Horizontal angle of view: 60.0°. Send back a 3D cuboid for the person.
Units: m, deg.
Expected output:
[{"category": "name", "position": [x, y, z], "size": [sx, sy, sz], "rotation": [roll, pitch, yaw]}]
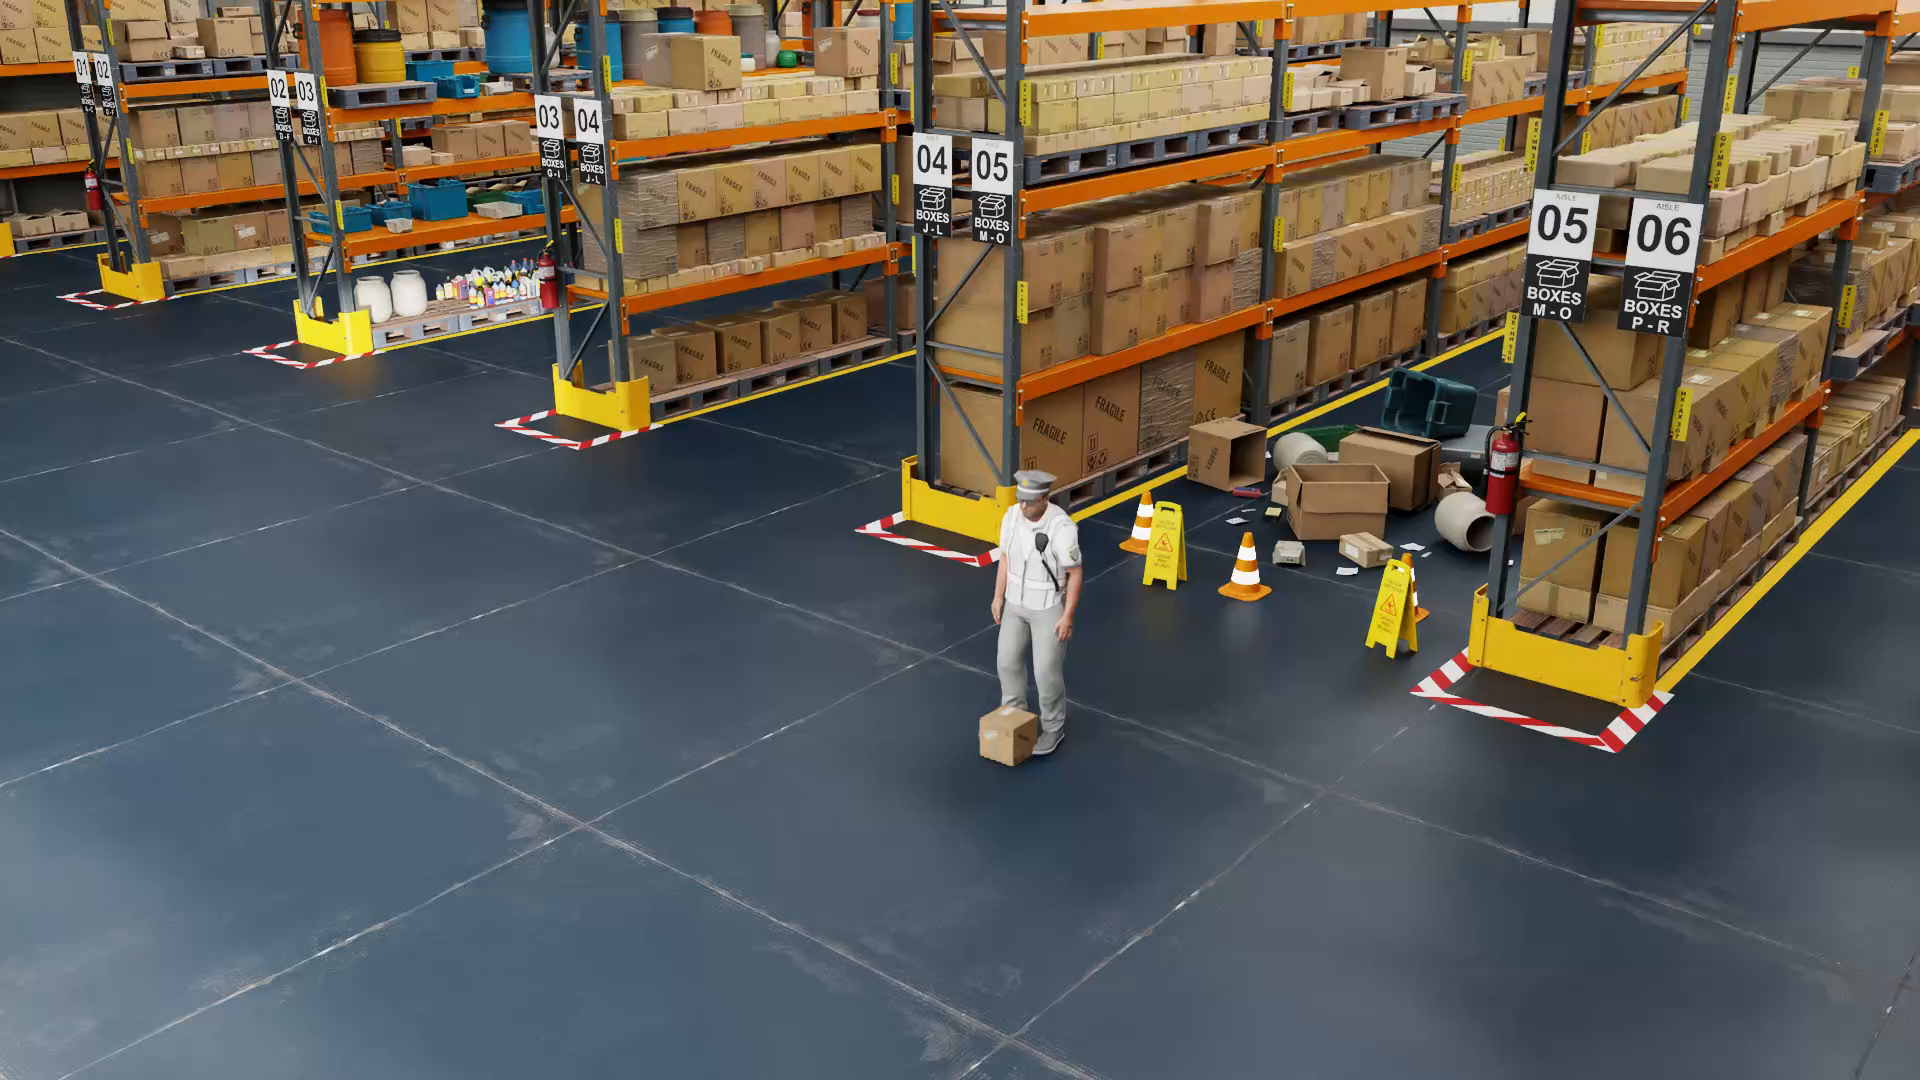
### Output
[{"category": "person", "position": [0.462, 0.398, 9.974], "size": [0.580, 1.748, 0.434], "rotation": [15, 25, 35]}]
